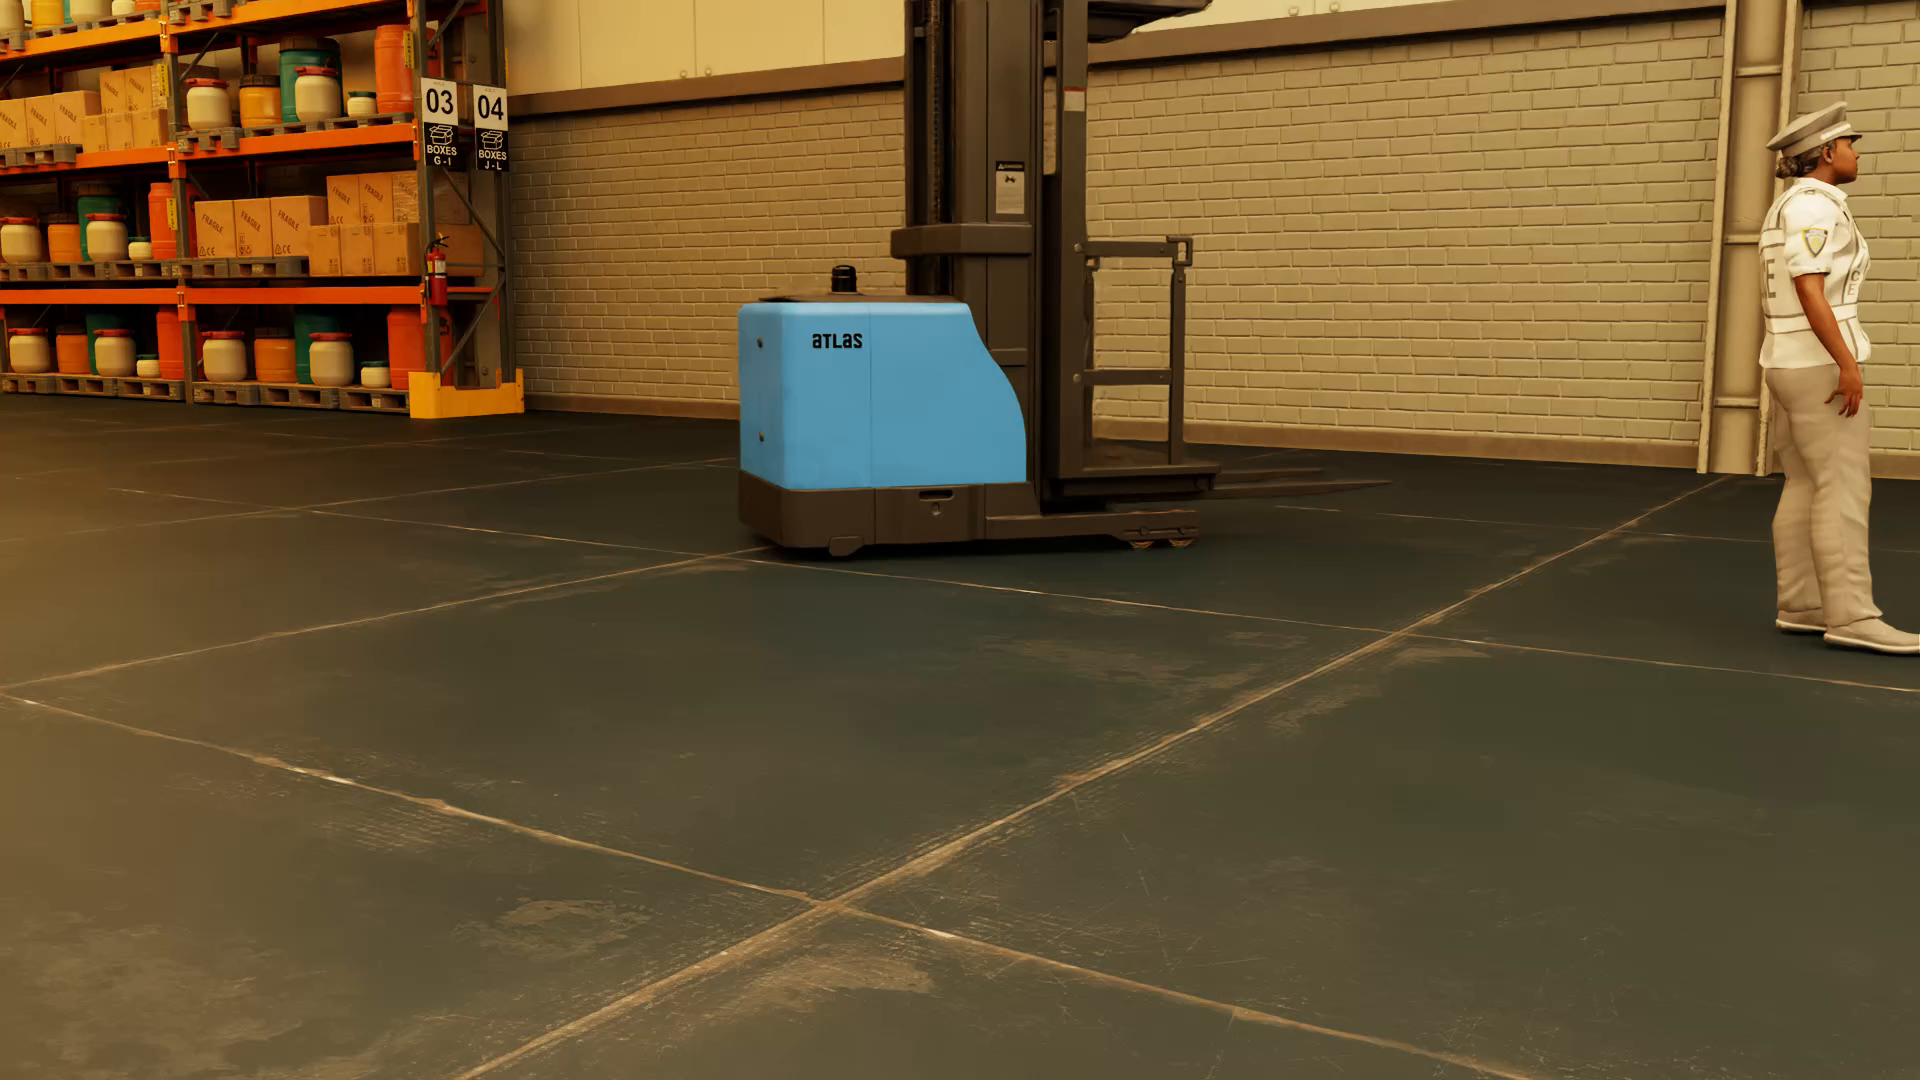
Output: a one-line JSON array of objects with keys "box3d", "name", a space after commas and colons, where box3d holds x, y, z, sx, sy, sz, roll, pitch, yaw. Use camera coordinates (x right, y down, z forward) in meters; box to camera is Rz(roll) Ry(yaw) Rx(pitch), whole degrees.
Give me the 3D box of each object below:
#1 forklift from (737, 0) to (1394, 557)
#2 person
[{"box3d": [0.543, -1.482, 7.614, 3.031, 2.935, 1.130, -3, 9, -19], "name": "forklift"}, {"box3d": [2.801, -0.532, 5.276, 0.529, 1.696, 0.568, 3, 9, 18], "name": "person"}]
